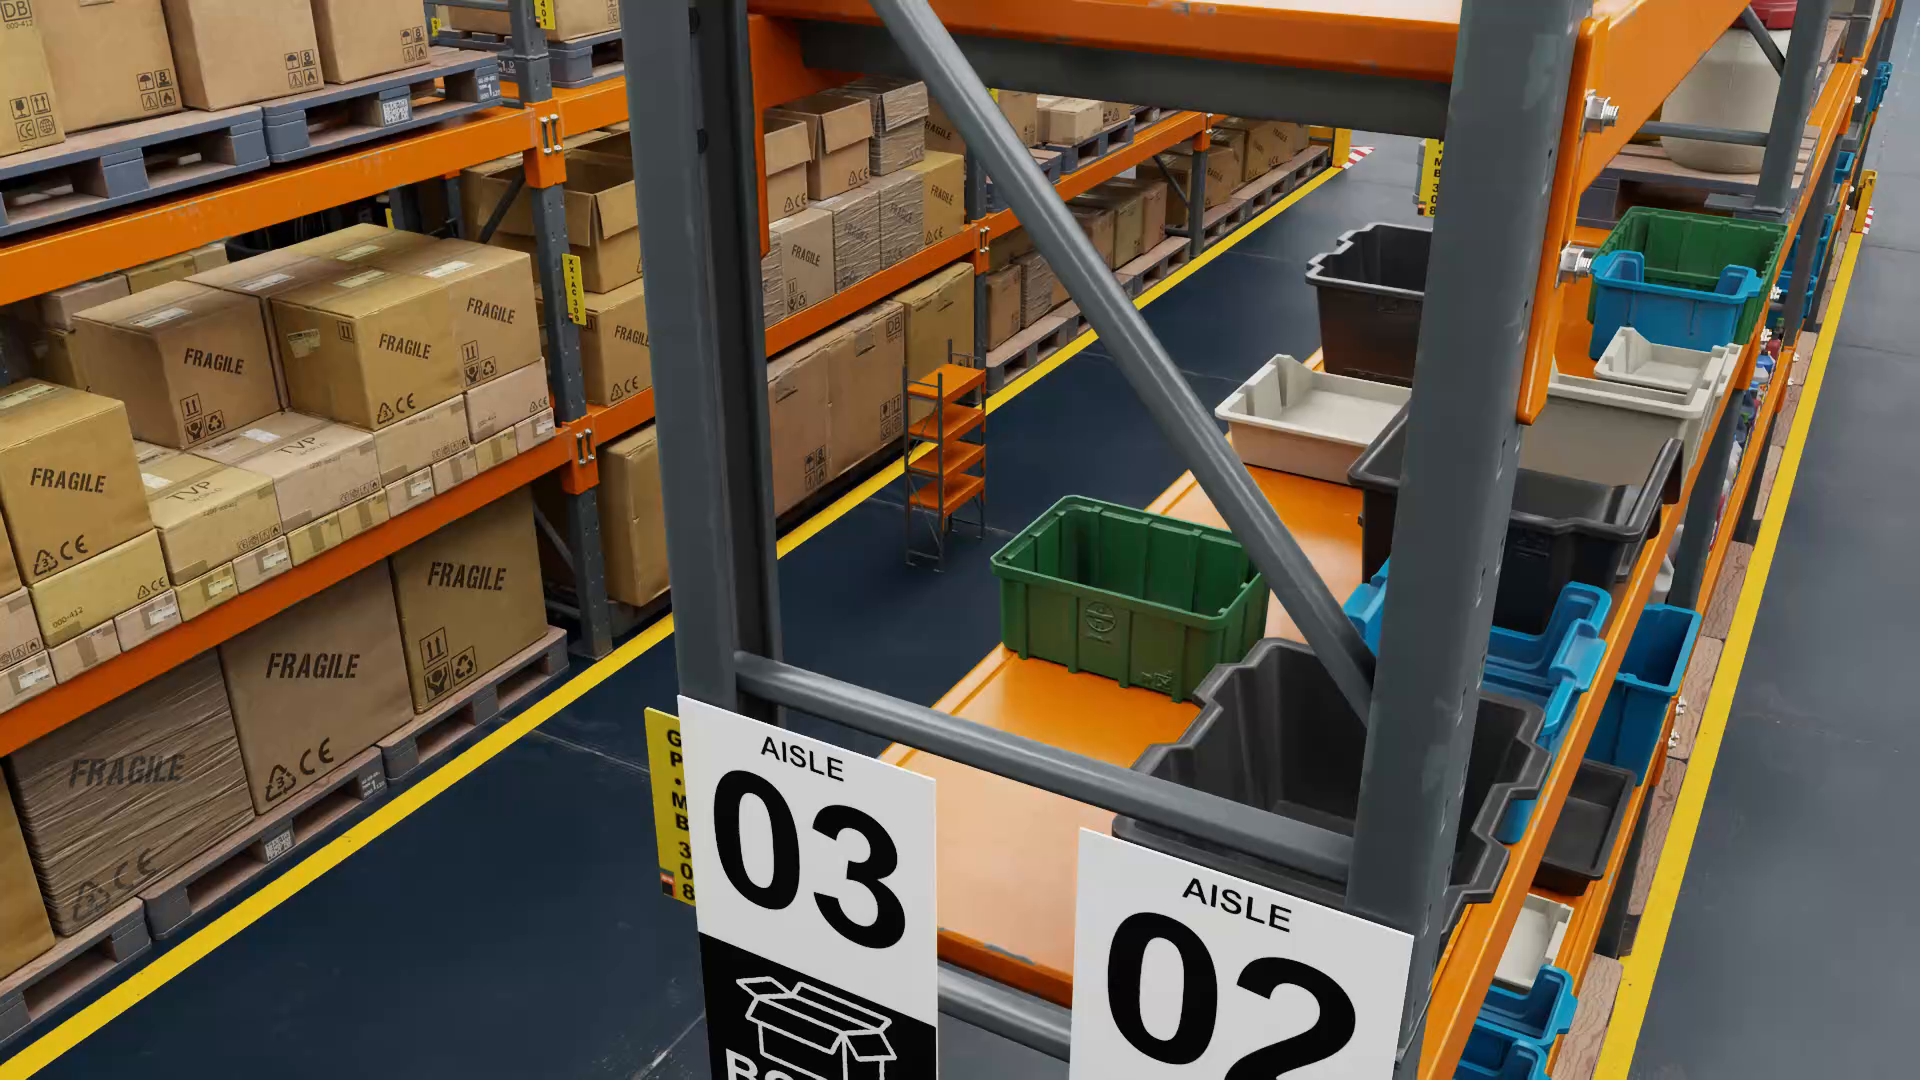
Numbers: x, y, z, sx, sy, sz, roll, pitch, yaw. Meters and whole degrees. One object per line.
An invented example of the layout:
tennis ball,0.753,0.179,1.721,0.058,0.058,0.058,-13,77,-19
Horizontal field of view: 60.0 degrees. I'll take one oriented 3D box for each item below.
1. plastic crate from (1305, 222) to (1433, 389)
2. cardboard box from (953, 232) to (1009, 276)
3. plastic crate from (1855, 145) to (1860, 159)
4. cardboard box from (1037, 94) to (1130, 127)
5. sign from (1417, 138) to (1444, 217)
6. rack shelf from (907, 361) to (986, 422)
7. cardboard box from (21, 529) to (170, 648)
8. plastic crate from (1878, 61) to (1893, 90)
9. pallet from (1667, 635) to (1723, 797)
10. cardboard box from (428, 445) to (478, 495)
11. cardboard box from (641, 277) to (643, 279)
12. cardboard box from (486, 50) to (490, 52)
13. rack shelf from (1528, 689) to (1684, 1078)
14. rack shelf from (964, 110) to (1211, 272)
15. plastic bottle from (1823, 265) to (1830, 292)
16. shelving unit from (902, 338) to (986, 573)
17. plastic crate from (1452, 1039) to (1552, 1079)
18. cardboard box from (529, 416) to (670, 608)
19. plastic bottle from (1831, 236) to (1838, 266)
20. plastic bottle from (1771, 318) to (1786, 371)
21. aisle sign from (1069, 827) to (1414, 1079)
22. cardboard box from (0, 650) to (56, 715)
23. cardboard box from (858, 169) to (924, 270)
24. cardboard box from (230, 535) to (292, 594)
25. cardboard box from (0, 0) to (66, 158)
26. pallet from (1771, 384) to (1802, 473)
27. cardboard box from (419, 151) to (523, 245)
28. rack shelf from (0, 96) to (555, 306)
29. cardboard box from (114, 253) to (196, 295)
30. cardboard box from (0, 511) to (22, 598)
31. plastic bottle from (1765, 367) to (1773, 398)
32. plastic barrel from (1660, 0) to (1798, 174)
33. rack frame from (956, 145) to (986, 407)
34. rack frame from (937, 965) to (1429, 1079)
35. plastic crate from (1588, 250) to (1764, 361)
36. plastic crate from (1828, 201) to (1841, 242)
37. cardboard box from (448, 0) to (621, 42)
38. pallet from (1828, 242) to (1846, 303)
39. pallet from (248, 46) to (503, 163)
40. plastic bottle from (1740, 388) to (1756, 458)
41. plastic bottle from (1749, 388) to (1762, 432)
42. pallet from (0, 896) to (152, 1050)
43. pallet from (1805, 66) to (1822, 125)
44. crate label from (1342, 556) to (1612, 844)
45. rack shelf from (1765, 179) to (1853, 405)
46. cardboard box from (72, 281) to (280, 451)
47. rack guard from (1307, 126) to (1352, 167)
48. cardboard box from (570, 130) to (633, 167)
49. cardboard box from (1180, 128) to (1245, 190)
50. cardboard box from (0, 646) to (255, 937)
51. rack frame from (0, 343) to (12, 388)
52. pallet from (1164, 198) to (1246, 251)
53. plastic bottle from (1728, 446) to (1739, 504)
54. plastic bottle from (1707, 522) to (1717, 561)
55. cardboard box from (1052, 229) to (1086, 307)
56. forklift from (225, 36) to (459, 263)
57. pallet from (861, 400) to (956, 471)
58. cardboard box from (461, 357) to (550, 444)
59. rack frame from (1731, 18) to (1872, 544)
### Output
plastic crate,1.206,-0.618,4.428,0.497,0.269,0.590,14,30,26
cardboard box,0.015,-2.090,12.037,0.500,0.250,0.500,16,31,28
plastic crate,6.360,-3.024,12.510,0.767,0.338,0.504,14,30,26
cardboard box,0.907,-3.505,12.816,0.797,0.503,0.637,18,32,31
sign,1.578,-1.226,5.486,0.100,0.325,0.005,14,30,26
rack shelf,-0.081,-0.823,9.177,0.258,0.148,0.480,14,30,26
cardboard box,-3.252,0.117,6.000,0.500,0.250,0.500,13,29,24
plastic crate,7.974,-4.108,14.771,0.499,0.251,0.616,14,30,26
pallet,3.071,0.720,8.076,1.003,0.211,1.213,14,30,26
cardboard box,-2.374,-0.345,7.370,0.380,0.149,0.250,14,30,25
cardboard box,-1.566,-1.214,8.713,0.500,0.500,0.500,14,30,26
cardboard box,-4.080,-4.402,13.963,0.700,0.500,0.500,14,30,25
rack shelf,1.072,1.343,4.520,1.077,0.370,4.000,14,30,26
rack shelf,0.696,-2.866,12.927,1.077,0.370,4.000,14,30,26
plastic bottle,6.750,-2.112,13.085,0.144,0.351,0.185,15,30,27
shelving unit,-0.081,-0.472,9.353,0.258,1.200,0.503,14,30,26
plastic crate,1.144,1.312,3.899,0.416,0.233,0.300,14,30,26
cardboard box,-1.959,-0.341,8.984,1.225,0.875,0.875,14,30,26
plastic bottle,7.143,-2.423,13.708,0.144,0.351,0.185,16,31,28
plastic bottle,4.196,-1.013,8.554,0.061,0.283,0.133,14,30,26
aisle sign,0.312,0.731,2.034,0.394,0.787,0.004,14,30,26
cardboard box,-3.384,0.454,5.772,0.380,0.149,0.250,14,30,25
cardboard box,-0.566,-2.013,10.308,0.500,0.500,0.500,14,30,26
cardboard box,-2.879,0.054,6.572,0.380,0.149,0.250,15,30,27
cardboard box,-3.421,-1.528,5.408,0.700,0.500,0.500,12,29,23
pallet,5.040,-0.837,11.187,1.003,0.211,1.213,14,30,26
cardboard box,-4.179,-2.939,14.314,1.050,0.750,0.750,14,30,25
rack shelf,-3.240,-1.089,6.028,1.077,0.370,4.000,14,30,26
cardboard box,-5.671,-1.824,11.528,0.500,0.250,0.500,15,30,27
cardboard box,-3.507,-0.014,5.424,0.500,0.500,0.500,13,30,25
plastic bottle,3.962,-0.808,8.235,0.097,0.201,0.097,0,27,0
plastic barrel,2.533,-1.498,5.420,0.433,0.535,0.433,0,27,0
rack frame,-0.288,-2.408,11.209,1.000,3.000,0.127,14,30,26
rack frame,0.088,1.801,2.802,1.000,3.000,0.127,14,30,26
plastic crate,1.886,-0.600,4.433,0.416,0.233,0.300,14,30,26
plastic crate,5.381,-2.041,10.712,0.450,0.188,0.662,14,30,26
cardboard box,-1.979,-2.651,7.763,0.700,0.500,0.500,15,30,27
pallet,6.957,-2.359,14.227,1.003,0.211,1.213,14,30,26
pallet,-2.668,-1.834,6.811,1.003,0.211,1.213,14,30,26
plastic bottle,3.519,-0.545,7.544,0.144,0.351,0.185,14,30,26
plastic bottle,3.723,-0.618,7.856,0.097,0.201,0.097,0,27,0
pallet,-3.899,1.628,6.262,1.003,0.211,1.213,14,30,26
pallet,2.912,-1.785,6.825,1.003,0.211,1.213,14,30,26
crate label,0.824,0.237,2.740,0.408,0.251,0.502,14,30,26
rack shelf,5.008,-1.775,10.749,1.077,0.370,4.000,14,30,26
cardboard box,-3.215,-0.726,6.847,0.500,0.500,0.500,13,29,25
rack guard,3.610,-4.378,17.938,1.175,0.500,0.348,14,30,26
cardboard box,-1.601,-1.858,8.878,0.797,0.503,0.637,15,30,27
cardboard box,2.423,-3.668,16.050,0.500,0.500,0.500,11,29,22
cardboard box,-3.531,0.850,6.605,0.875,0.875,0.875,14,30,26
rack frame,-6.525,-1.981,10.356,1.000,3.000,0.127,14,30,26
pallet,1.979,-2.989,15.486,1.003,0.211,1.213,14,30,26
plastic bottle,3.266,-0.288,7.118,0.097,0.271,0.097,0,27,0
plastic bottle,2.972,-0.024,6.668,0.097,0.201,0.097,0,27,0
cardboard box,0.559,-2.194,13.083,0.700,0.500,0.500,17,31,30
forklift,-3.891,-2.142,10.754,1.130,2.935,3.031,8,28,16
pallet,-0.742,-0.870,11.253,1.003,0.211,1.213,14,30,26
cardboard box,-2.245,-0.685,7.603,0.500,0.250,0.500,14,30,25
rack frame,4.024,-1.317,9.030,1.000,3.000,0.127,14,30,26
